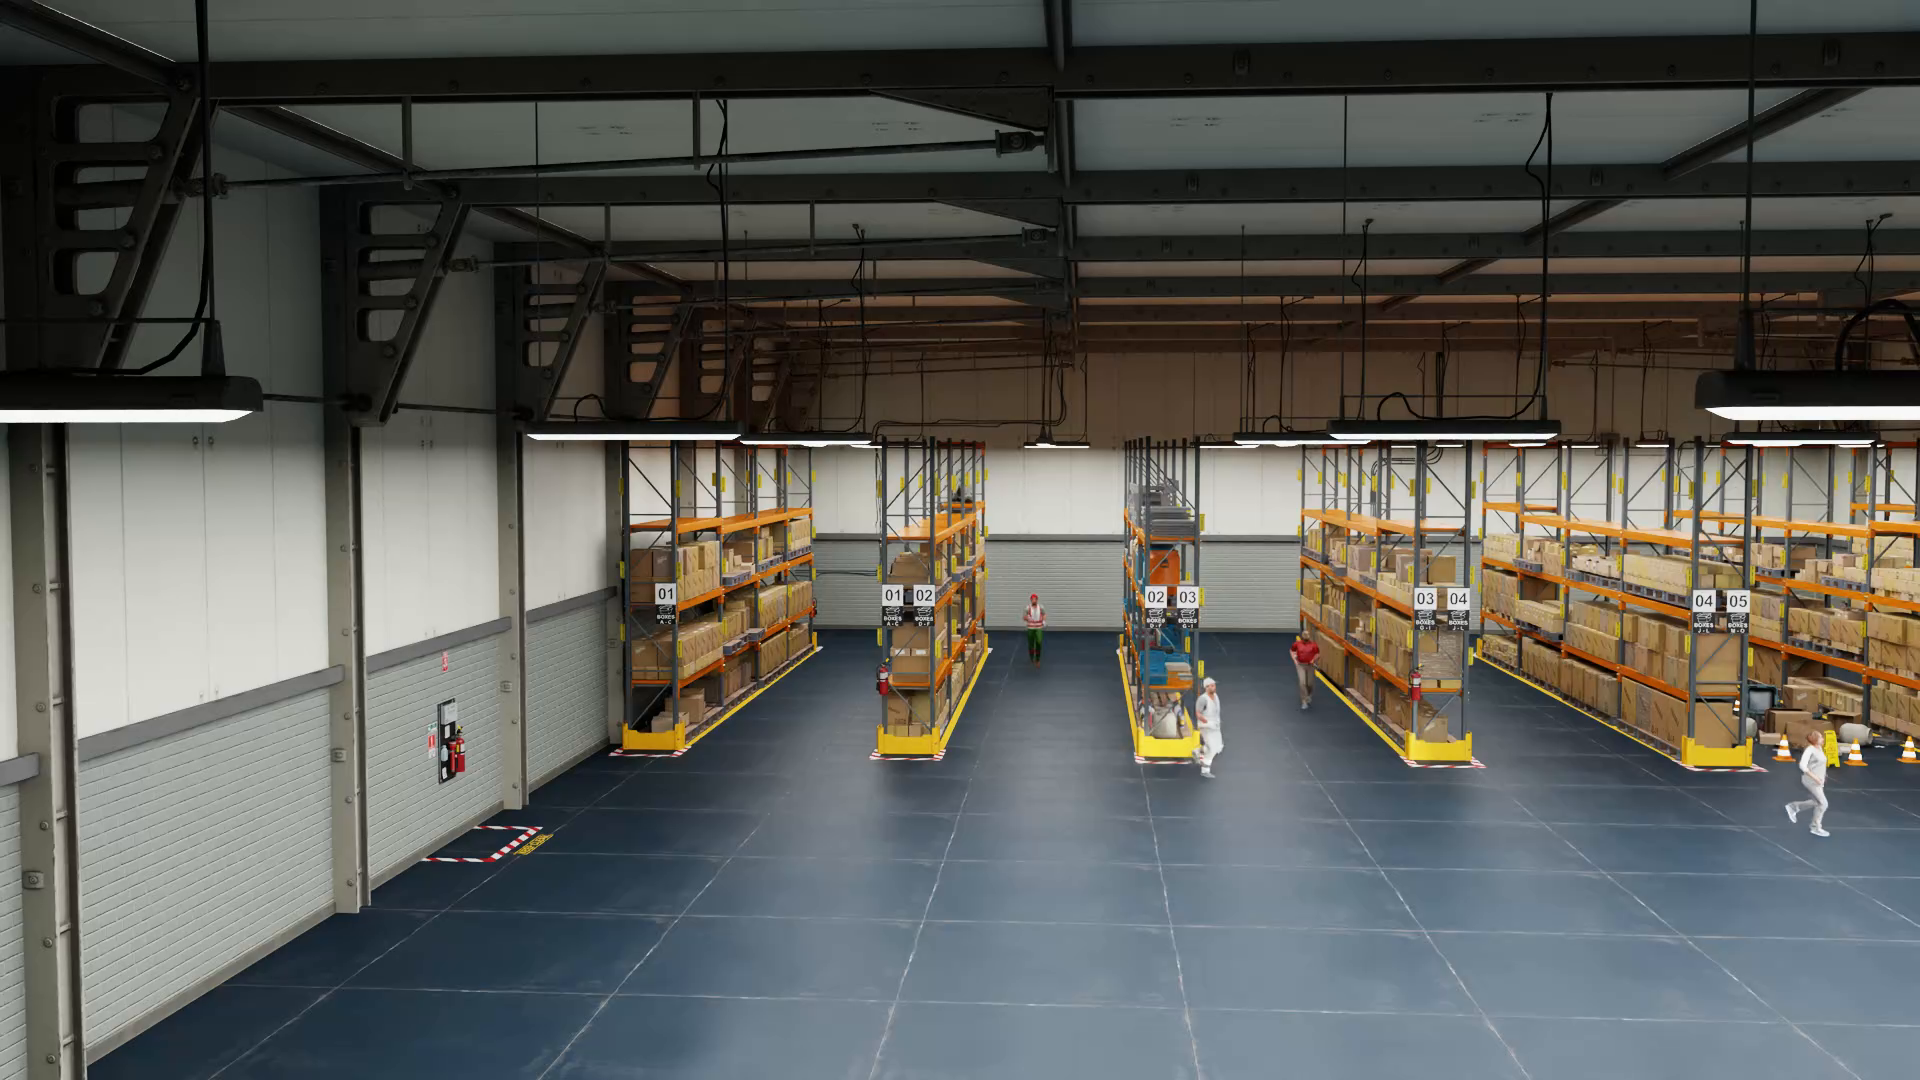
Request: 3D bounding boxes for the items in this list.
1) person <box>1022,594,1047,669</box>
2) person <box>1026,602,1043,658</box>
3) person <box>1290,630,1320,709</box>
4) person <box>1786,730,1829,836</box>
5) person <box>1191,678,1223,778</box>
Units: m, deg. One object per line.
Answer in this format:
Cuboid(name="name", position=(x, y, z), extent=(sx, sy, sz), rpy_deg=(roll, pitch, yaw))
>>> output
Cuboid(name="person", position=(1.900, 2.309, 42.135), extent=(0.631, 1.879, 0.679), rpy_deg=(0, 3, -1))
Cuboid(name="person", position=(1.958, 2.306, 43.526), extent=(0.598, 1.670, 0.531), rpy_deg=(0, 3, -3))
Cuboid(name="person", position=(7.740, 2.879, 37.290), extent=(0.670, 1.720, 0.789), rpy_deg=(0, 3, 7))
Cuboid(name="person", position=(12.701, 3.617, 24.902), extent=(0.641, 1.564, 0.562), rpy_deg=(3, 4, 43))
Cuboid(name="person", position=(4.353, 3.292, 29.265), extent=(0.669, 1.751, 0.690), rpy_deg=(3, 4, 42))
